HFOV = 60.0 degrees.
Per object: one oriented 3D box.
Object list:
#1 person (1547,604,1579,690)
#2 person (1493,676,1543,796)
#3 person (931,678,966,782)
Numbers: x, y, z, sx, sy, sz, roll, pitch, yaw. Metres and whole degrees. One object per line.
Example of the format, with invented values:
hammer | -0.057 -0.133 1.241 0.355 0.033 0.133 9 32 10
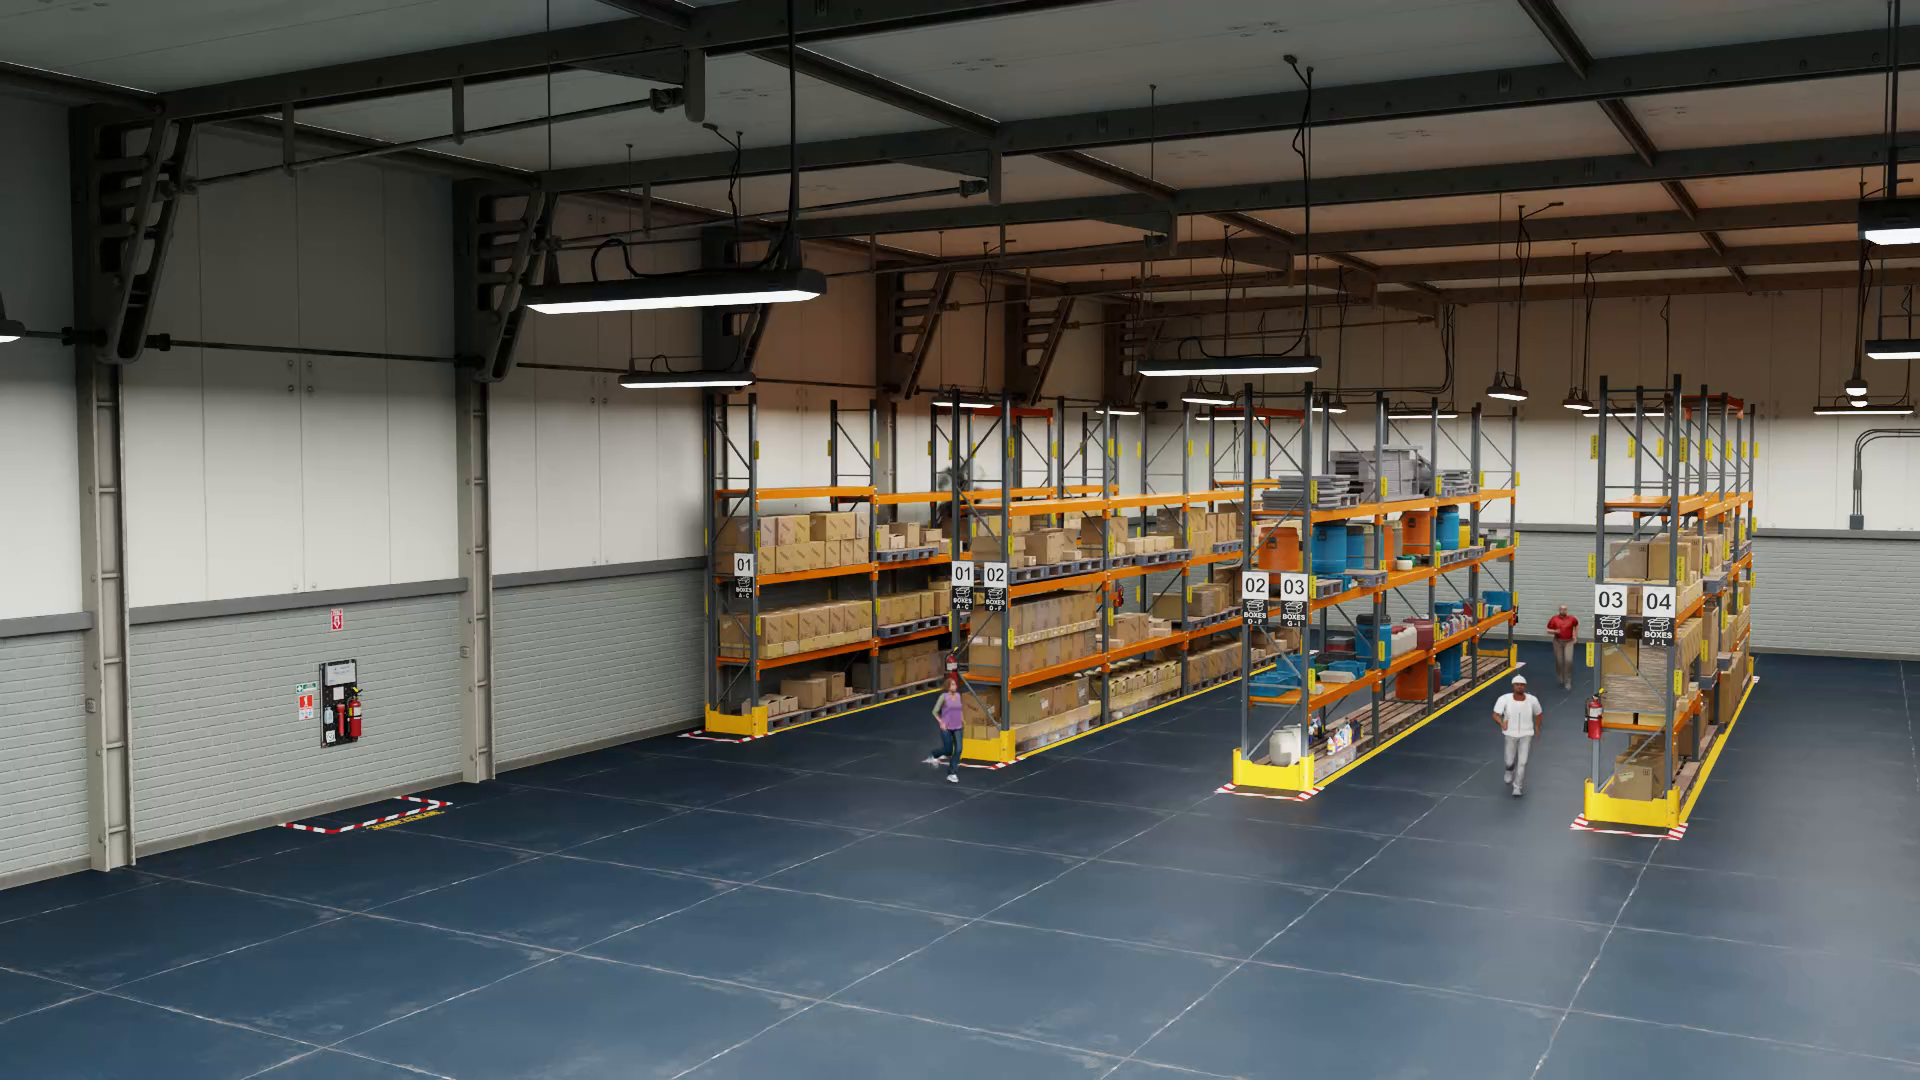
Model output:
person | 12.736 2.245 35.143 0.649 1.789 0.862 1 3 19
person | 8.124 2.828 24.215 0.704 1.725 0.668 1 3 13
person | -0.158 2.868 25.288 0.553 1.561 0.659 -2 4 -33
